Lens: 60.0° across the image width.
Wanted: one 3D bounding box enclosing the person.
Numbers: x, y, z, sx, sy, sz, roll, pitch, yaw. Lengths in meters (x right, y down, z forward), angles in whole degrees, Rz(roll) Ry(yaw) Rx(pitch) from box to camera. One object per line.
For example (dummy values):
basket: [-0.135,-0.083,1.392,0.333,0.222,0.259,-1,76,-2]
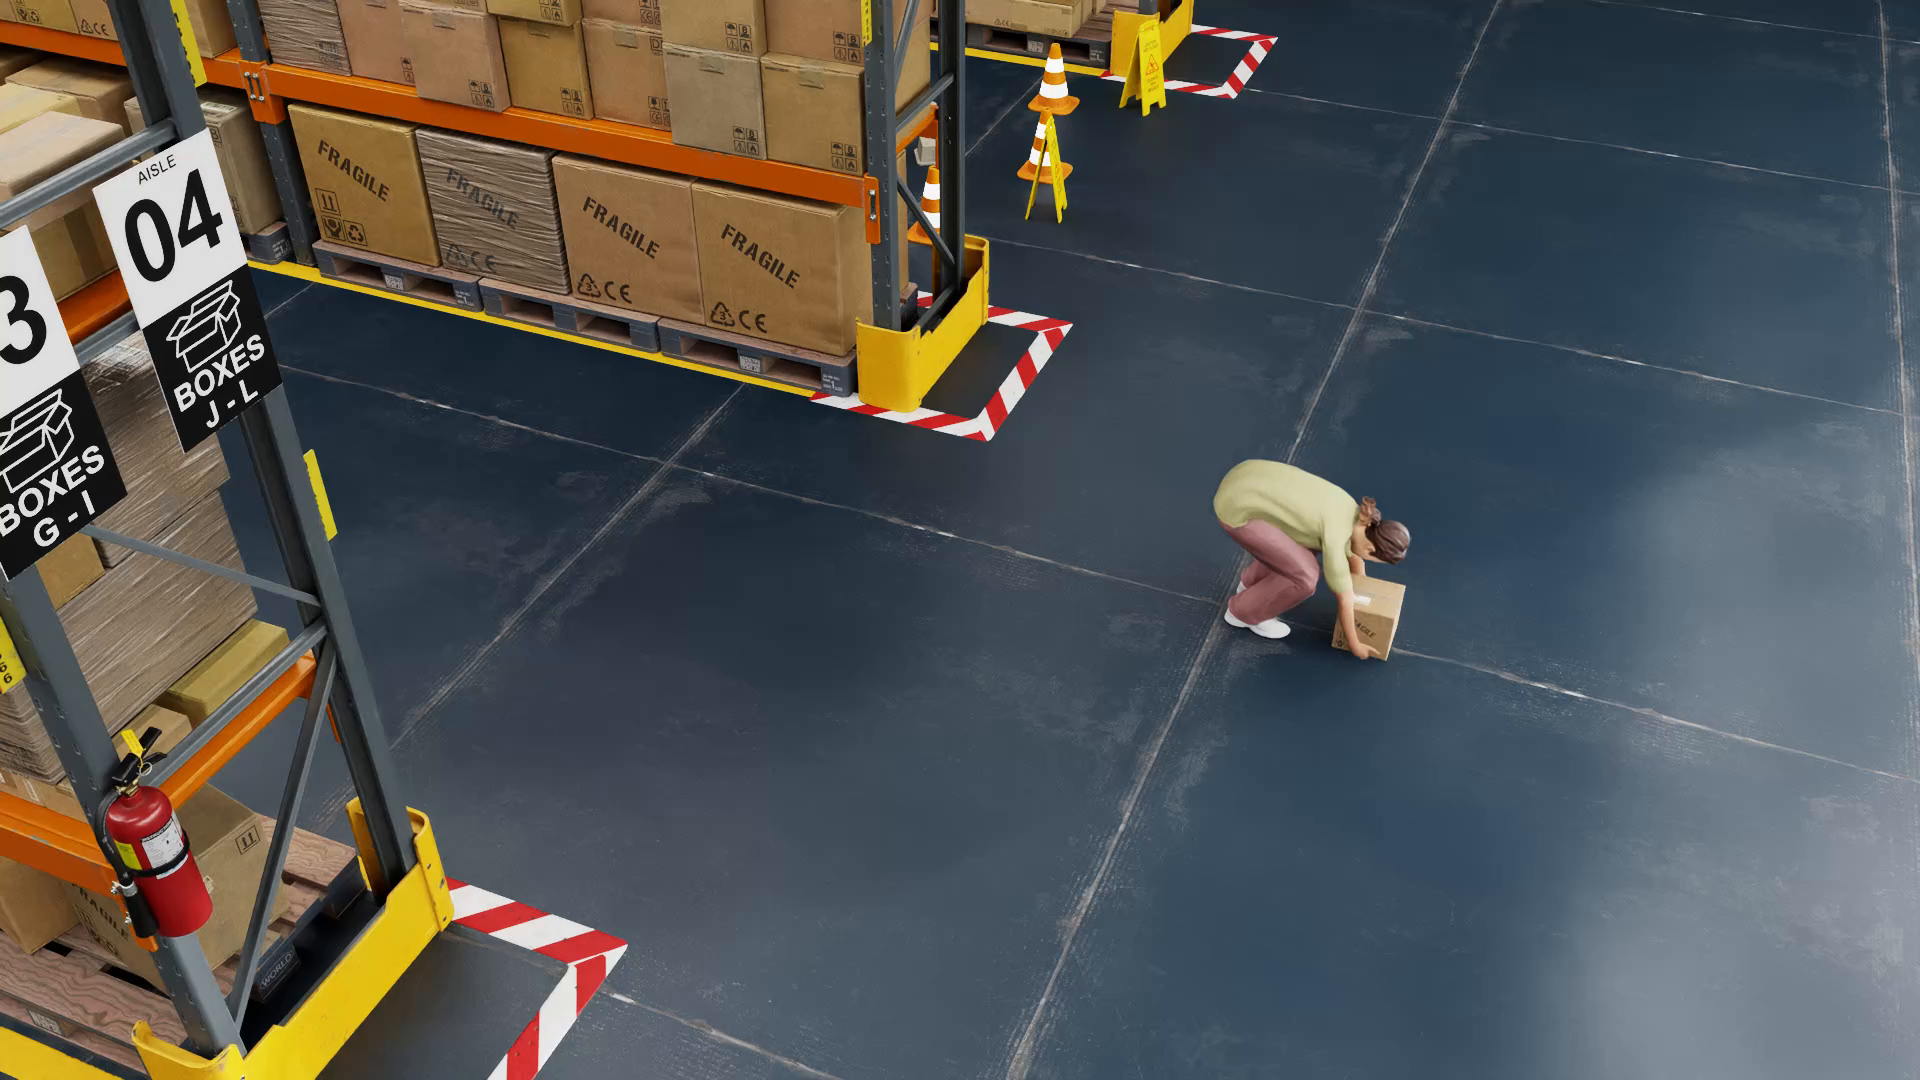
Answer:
person: [1.555,0.061,7.472,0.860,0.817,0.475,13,39,16]
